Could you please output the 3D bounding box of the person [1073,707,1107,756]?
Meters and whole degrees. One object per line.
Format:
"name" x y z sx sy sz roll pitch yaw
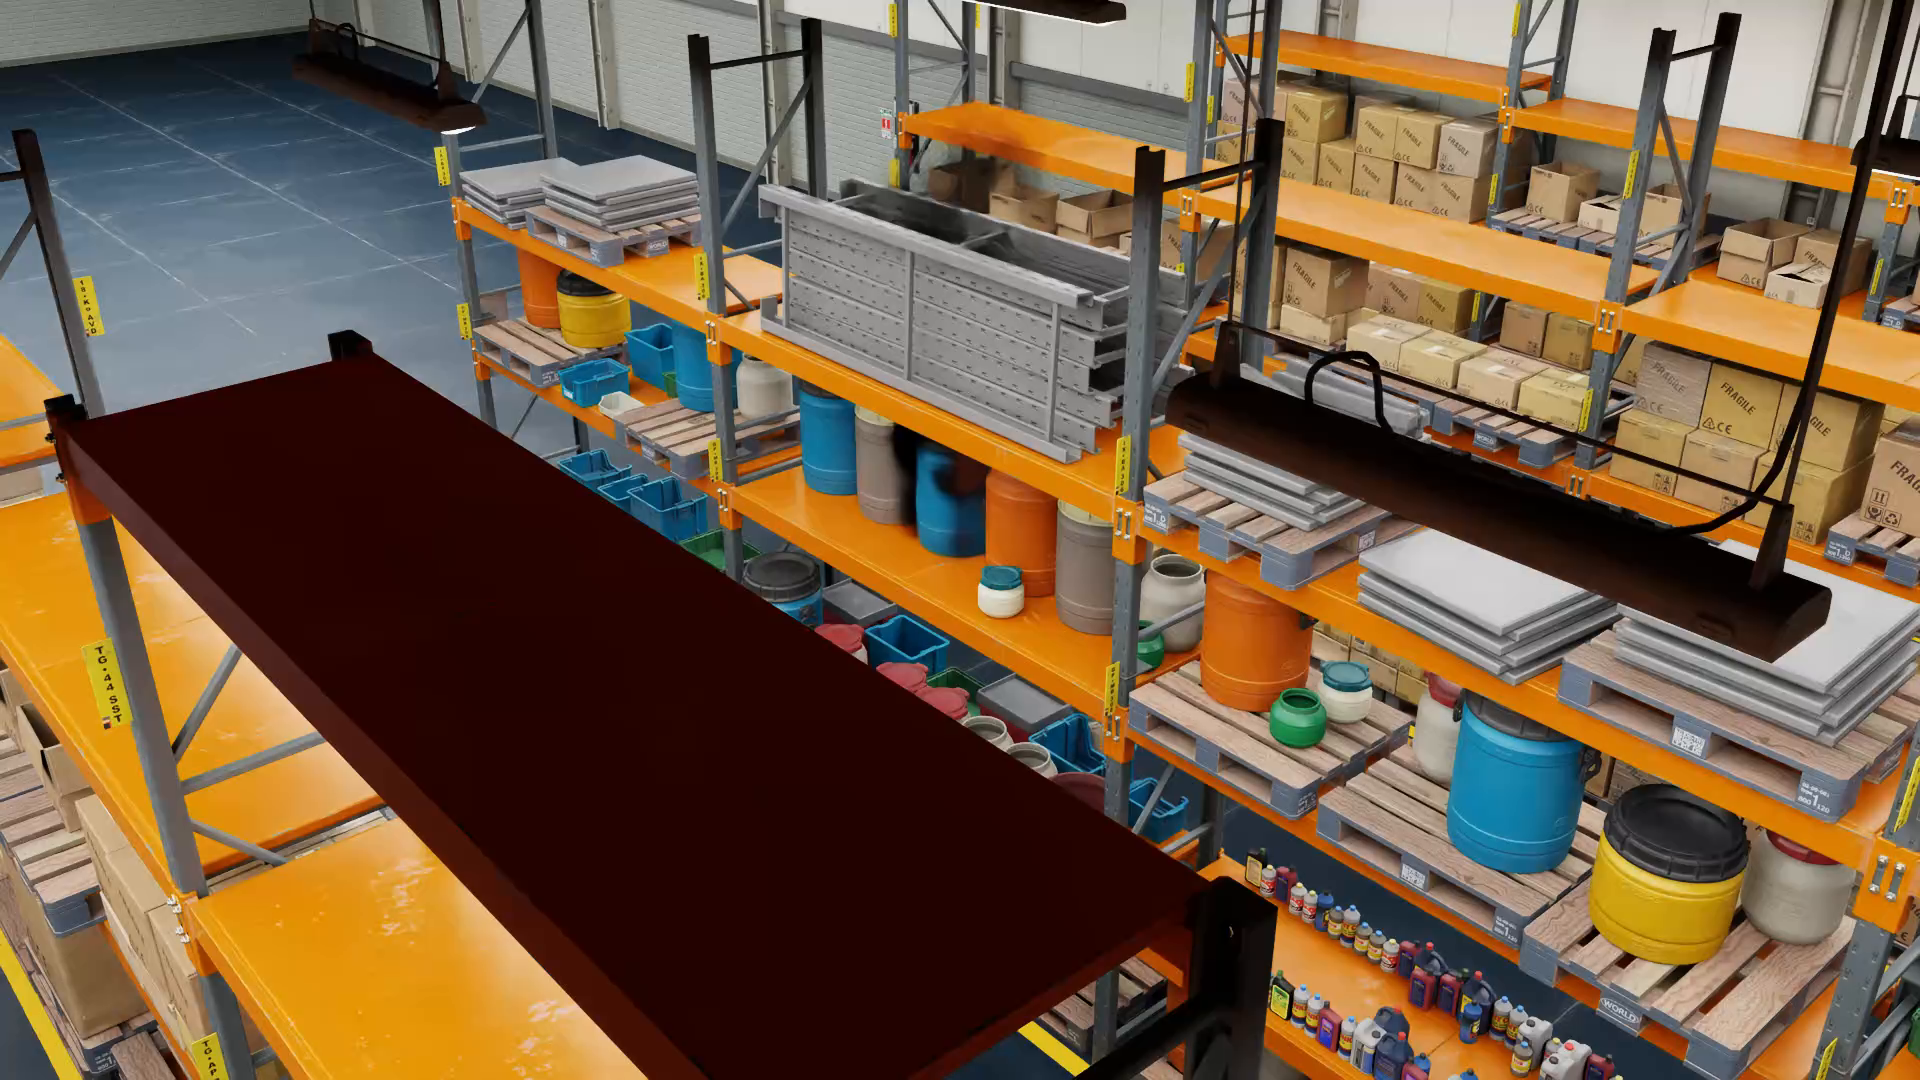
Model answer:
"person" 0.849 1.093 12.769 0.799 1.836 0.668 23 35 38

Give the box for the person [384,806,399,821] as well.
"person" -3.581 2.400 10.953 0.669 1.728 0.760 -24 36 -39
